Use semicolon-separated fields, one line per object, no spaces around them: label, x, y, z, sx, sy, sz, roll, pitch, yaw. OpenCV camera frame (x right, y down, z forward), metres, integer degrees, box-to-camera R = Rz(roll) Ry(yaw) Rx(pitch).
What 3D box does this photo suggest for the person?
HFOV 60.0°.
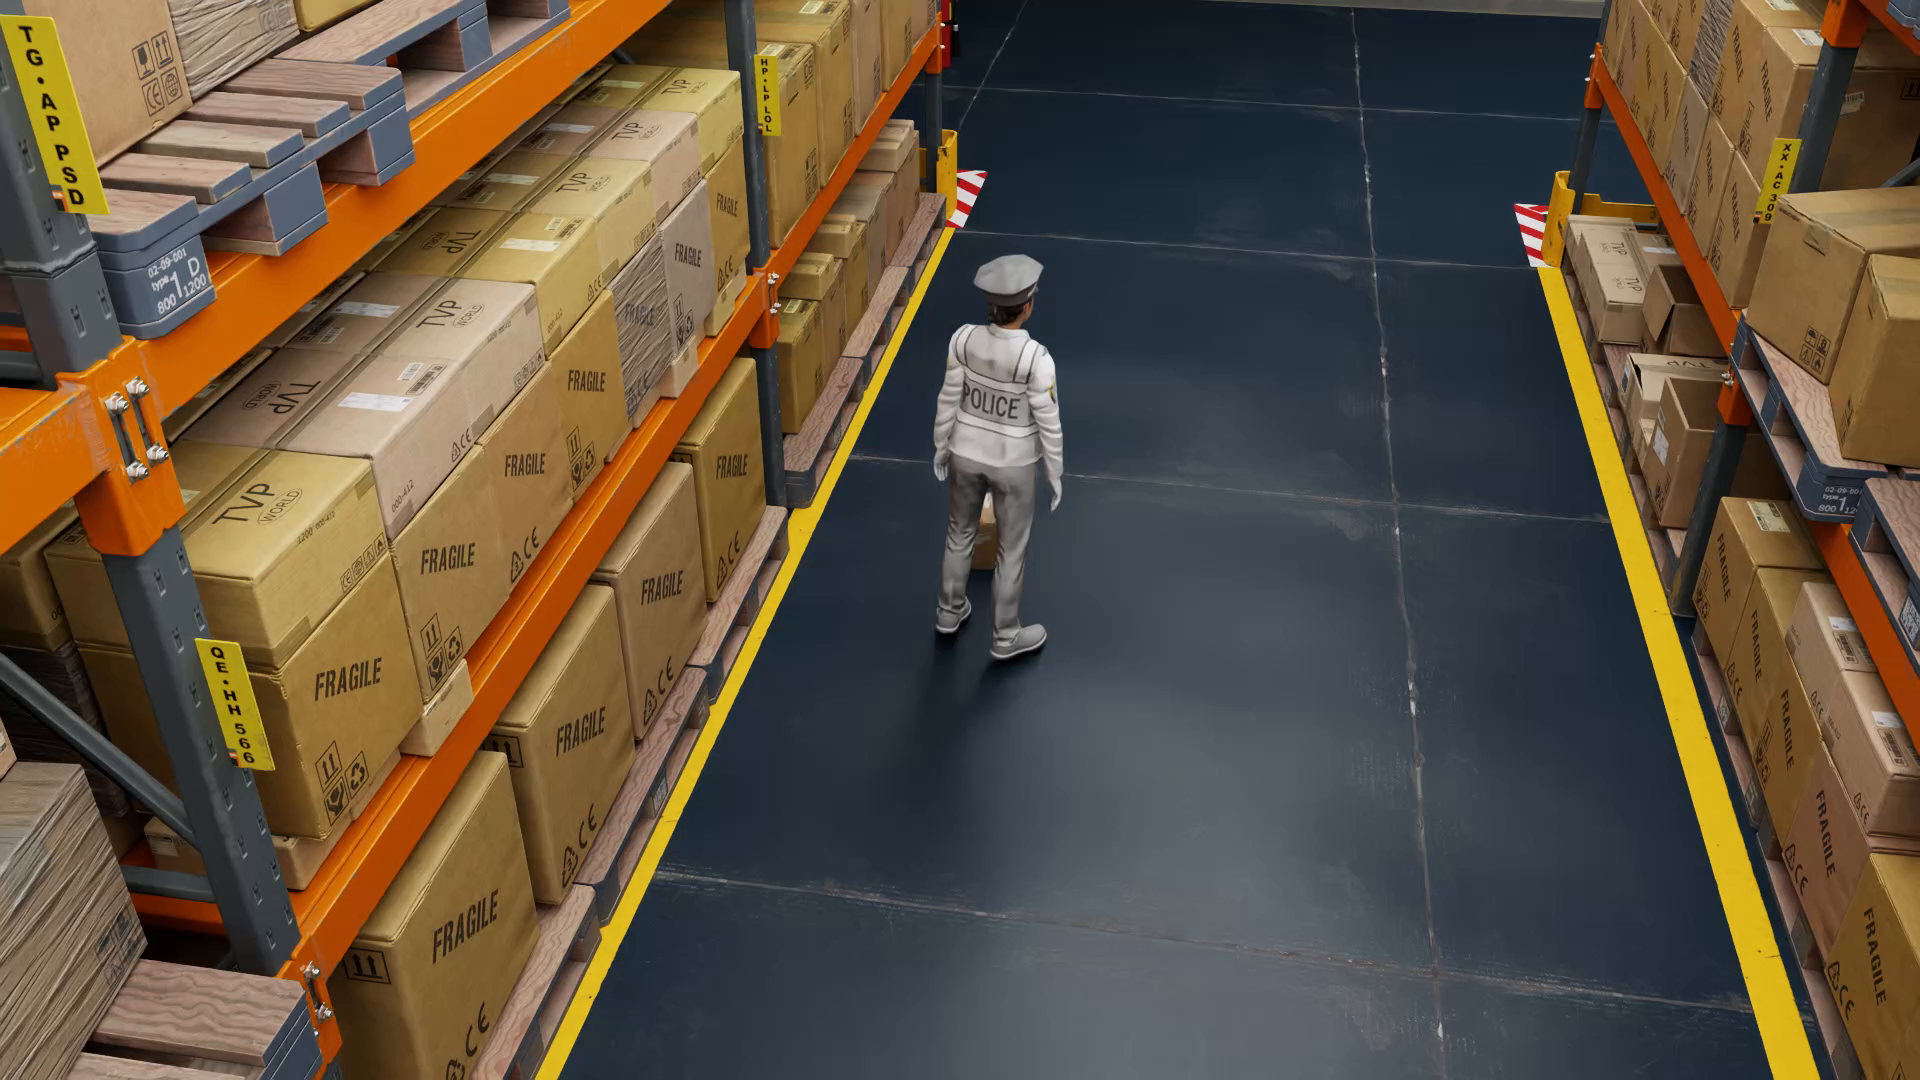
person;0.148;-0.307;6.562;0.543;1.673;0.364;14;35;20
